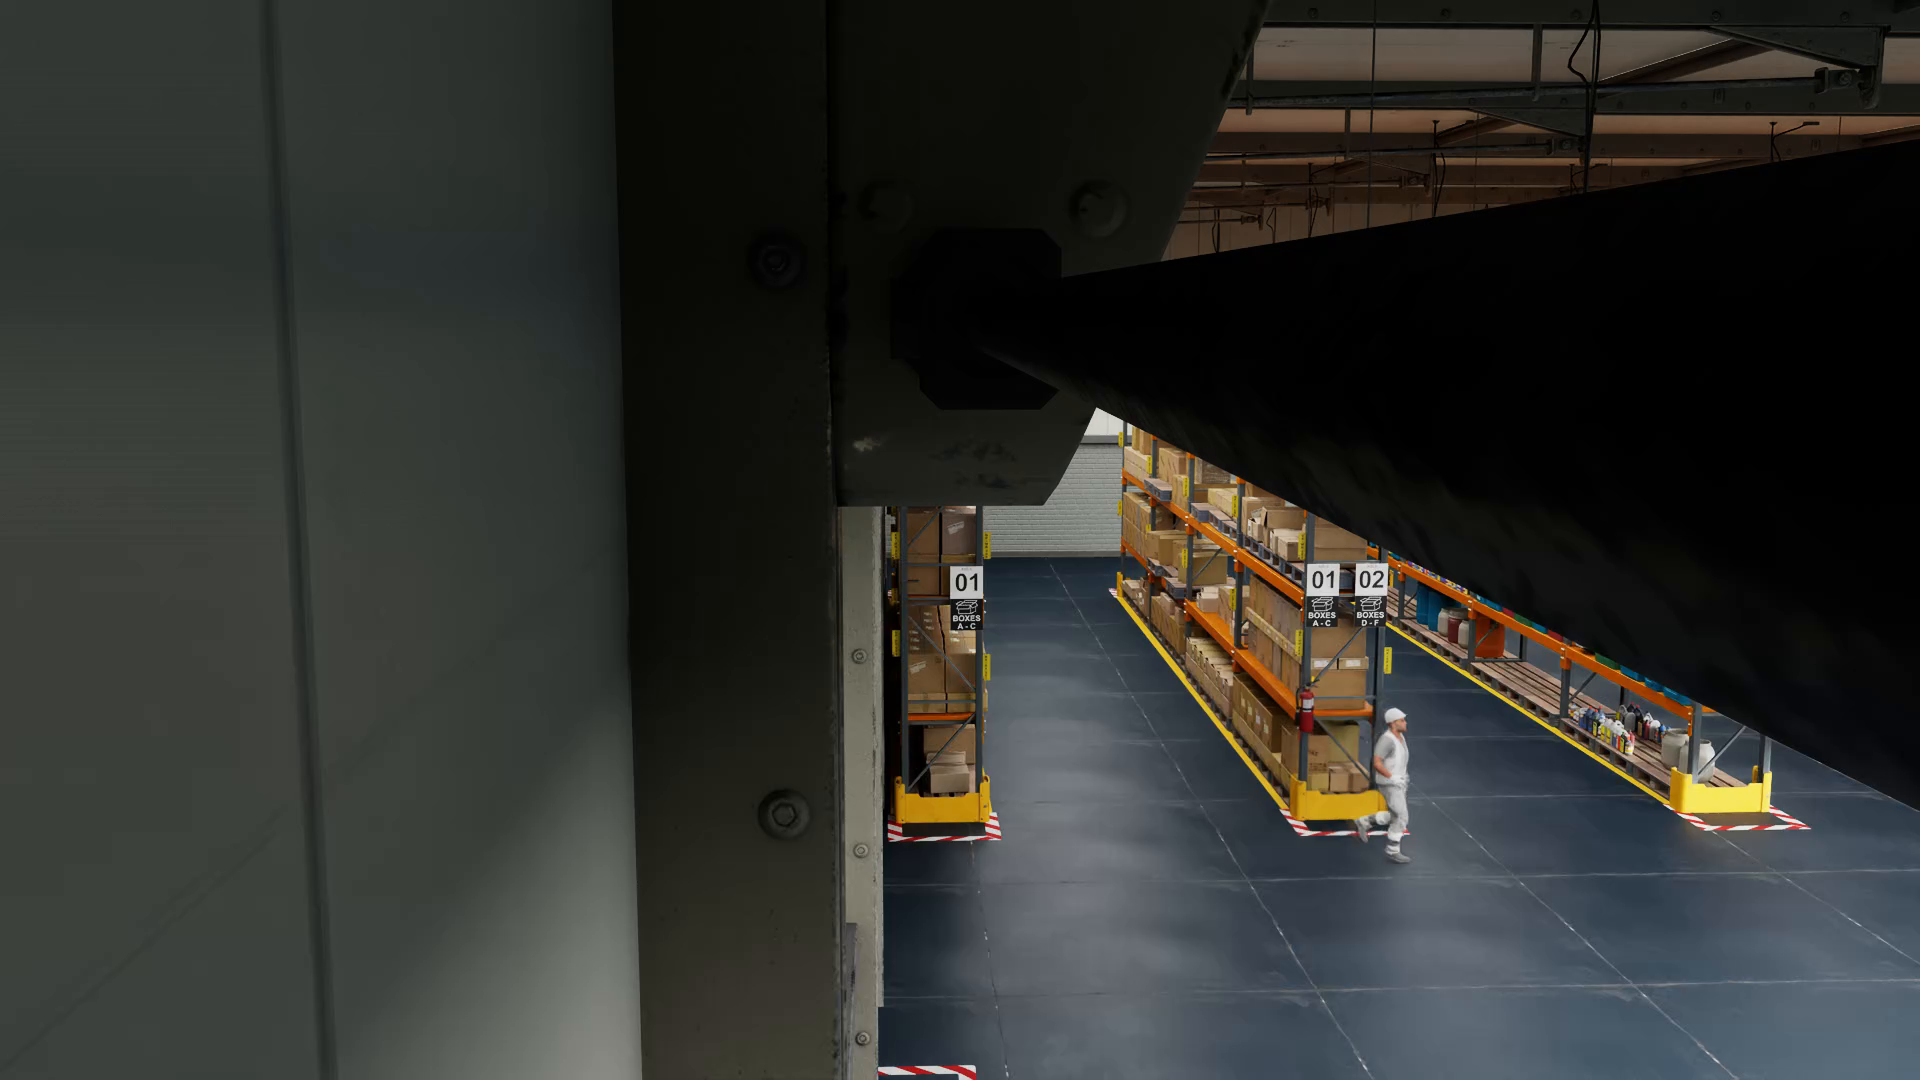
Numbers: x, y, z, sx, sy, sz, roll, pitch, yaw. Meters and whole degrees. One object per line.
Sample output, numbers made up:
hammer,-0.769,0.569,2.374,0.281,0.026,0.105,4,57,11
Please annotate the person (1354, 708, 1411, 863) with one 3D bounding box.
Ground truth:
person,4.871,2.777,19.062,0.693,1.754,0.698,5,9,30
